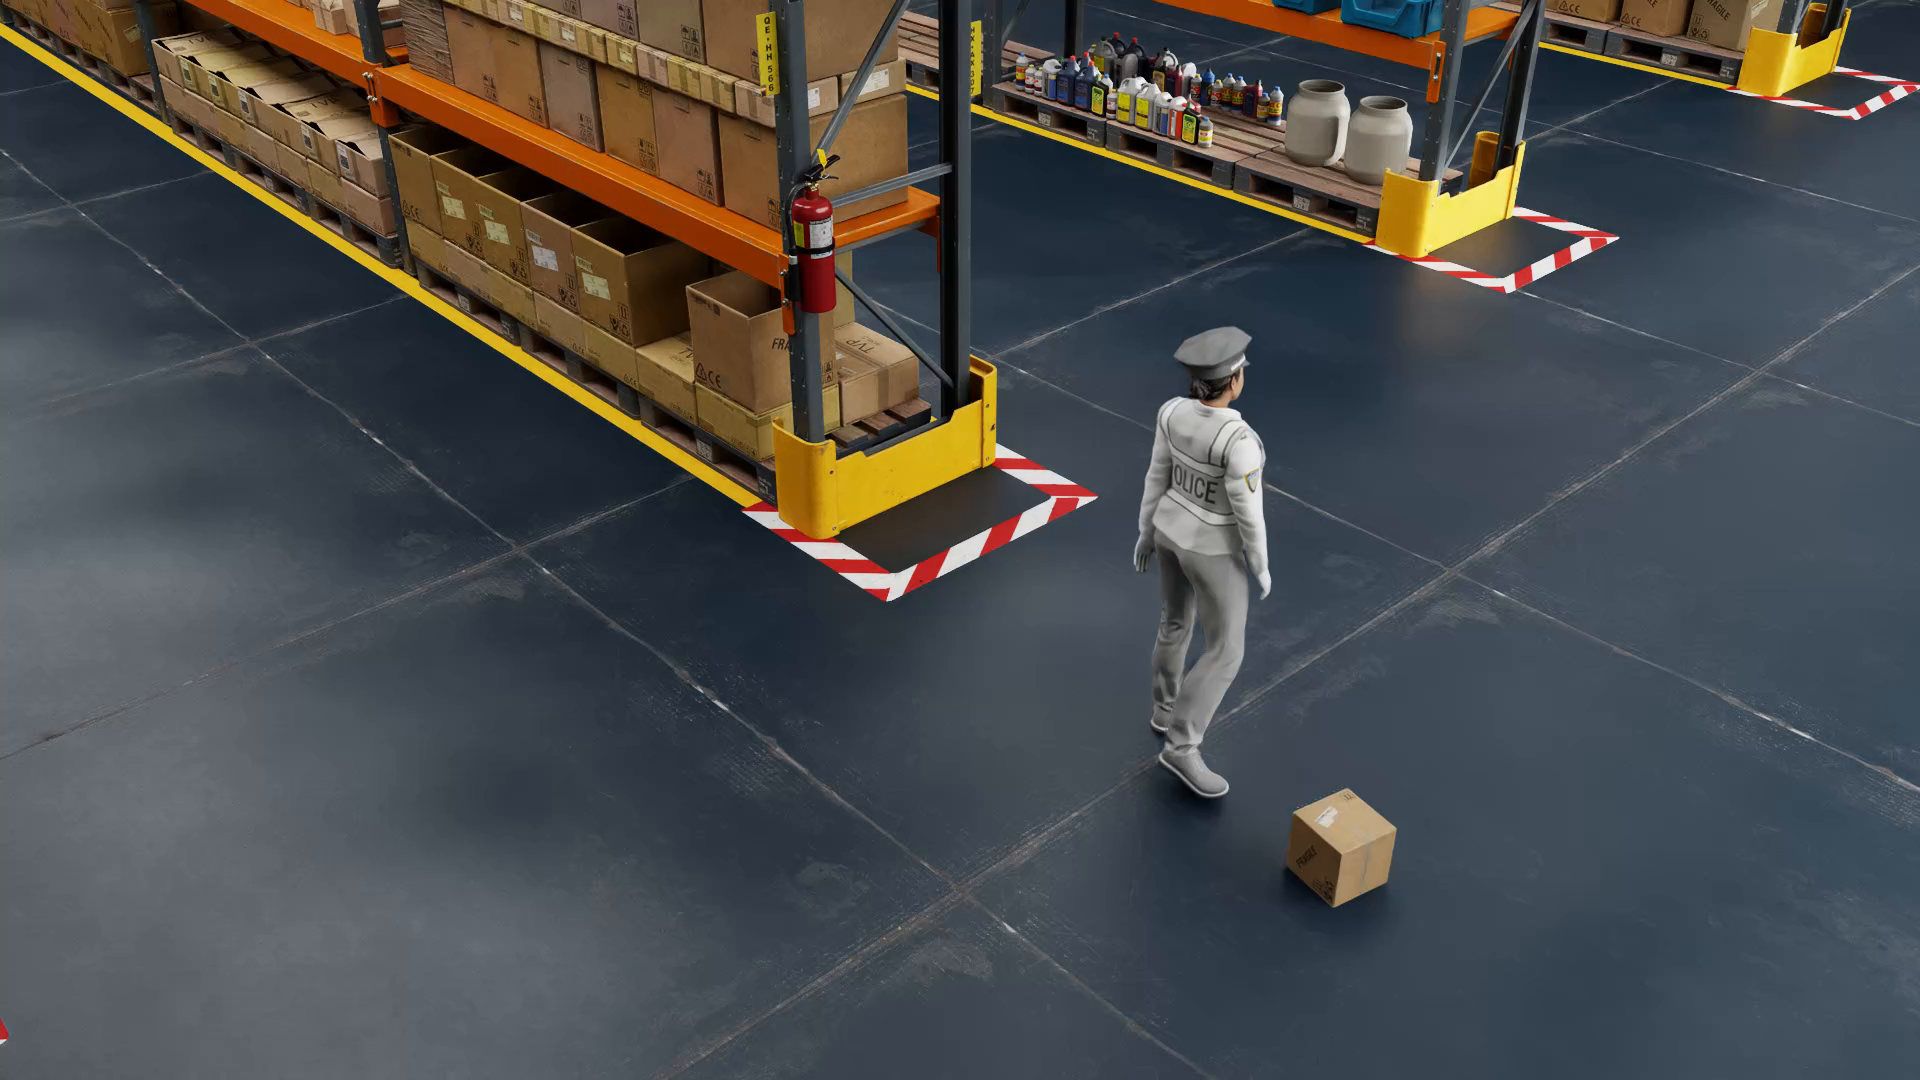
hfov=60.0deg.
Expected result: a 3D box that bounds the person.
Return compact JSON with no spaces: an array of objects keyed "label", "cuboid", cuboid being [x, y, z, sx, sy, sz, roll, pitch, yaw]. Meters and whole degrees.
[{"label":"person","cuboid":[0.884,0.092,5.979,0.483,1.669,0.670,-20,37,-28]}]
